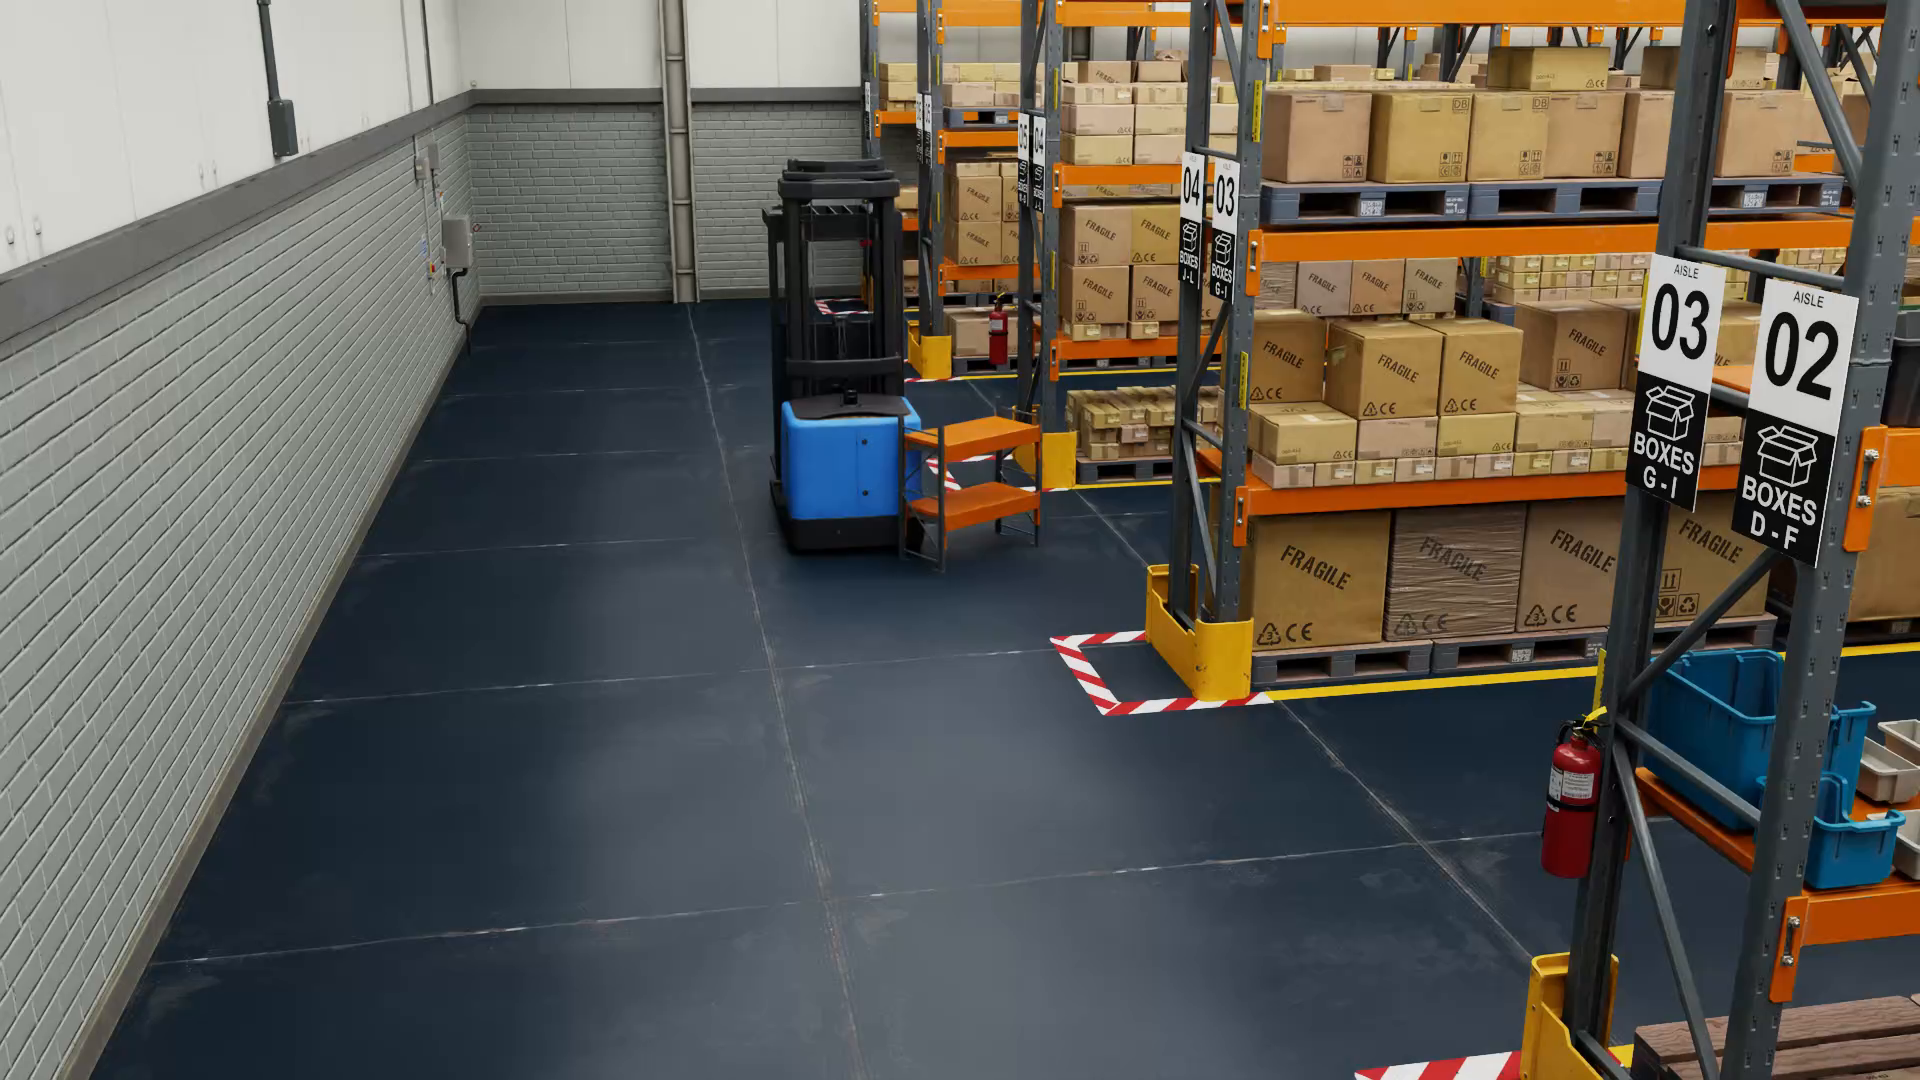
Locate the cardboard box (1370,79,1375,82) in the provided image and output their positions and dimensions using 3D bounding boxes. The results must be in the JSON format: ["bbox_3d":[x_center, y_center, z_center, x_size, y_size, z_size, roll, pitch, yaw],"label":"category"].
[{"bbox_3d":[6.002,-6.814,24.856,0.250,0.149,0.380,-4,17,-12],"label":"cardboard box"}]

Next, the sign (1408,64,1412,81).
[{"bbox_3d":[6.663,-6.884,24.626,0.005,0.325,0.100,-3,17,-10],"label":"sign"}]

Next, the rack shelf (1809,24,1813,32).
[{"bbox_3d":[7.424,-3.293,10.613,4.000,0.370,1.077,-3,17,-10],"label":"rack shelf"}]

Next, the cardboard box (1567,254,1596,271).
[{"bbox_3d":[5.617,-2.570,15.269,0.250,0.149,0.380,-3,17,-10],"label":"cardboard box"}]

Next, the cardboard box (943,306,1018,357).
[{"bbox_3d":[0.282,-2.525,20.071,0.875,0.438,0.875,-4,17,-12],"label":"cardboard box"}]

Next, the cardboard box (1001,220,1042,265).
[{"bbox_3d":[0.670,-3.511,19.464,0.500,0.500,0.500,-3,17,-11],"label":"cardboard box"}]

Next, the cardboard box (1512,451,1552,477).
[{"bbox_3d":[3.454,-0.517,10.313,0.250,0.149,0.380,-4,17,-12],"label":"cardboard box"}]

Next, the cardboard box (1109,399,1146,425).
[{"bbox_3d":[1.518,-1.165,15.124,0.250,0.149,0.380,-3,17,-9],"label":"cardboard box"}]

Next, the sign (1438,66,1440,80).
[{"bbox_3d":[4.510,-4.314,15.587,0.005,0.325,0.100,-3,17,-10],"label":"sign"}]

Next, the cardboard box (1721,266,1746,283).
[{"bbox_3d":[7.137,-2.514,15.593,0.250,0.149,0.380,-3,17,-11],"label":"cardboard box"}]

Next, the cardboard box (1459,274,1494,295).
[{"bbox_3d":[4.971,-2.444,15.874,0.250,0.149,0.380,-4,17,-12],"label":"cardboard box"}]

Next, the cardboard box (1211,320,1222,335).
[{"bbox_3d":[2.335,-1.958,15.007,0.250,0.149,0.380,-4,17,-12],"label":"cardboard box"}]

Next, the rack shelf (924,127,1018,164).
[{"bbox_3d":[1.616,-4.684,19.571,4.000,0.370,1.077,-3,17,-10],"label":"rack shelf"}]

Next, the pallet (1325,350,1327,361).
[{"bbox_3d":[4.323,-2.438,20.888,1.213,0.211,1.003,-3,17,-10],"label":"pallet"}]

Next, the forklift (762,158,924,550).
[{"bbox_3d":[-1.049,-1.716,13.908,1.130,2.935,3.031,-3,17,-10],"label":"forklift"}]

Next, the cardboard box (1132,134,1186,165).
[{"bbox_3d":[1.698,-3.403,14.430,0.500,0.250,0.500,-3,17,-9],"label":"cardboard box"}]

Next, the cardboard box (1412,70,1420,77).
[{"bbox_3d":[7.225,-7.084,25.529,0.500,0.250,0.500,-3,17,-10],"label":"cardboard box"}]

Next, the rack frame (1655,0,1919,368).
[{"bbox_3d":[2.472,-2.066,4.712,0.127,3.000,1.000,-3,17,-10],"label":"rack frame"}]

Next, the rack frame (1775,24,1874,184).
[{"bbox_3d":[5.460,-3.717,10.086,0.127,3.000,1.000,-3,17,-10],"label":"rack frame"}]

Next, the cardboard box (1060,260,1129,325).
[{"bbox_3d":[1.184,-2.197,14.679,0.500,0.500,0.500,-2,17,-8],"label":"cardboard box"}]

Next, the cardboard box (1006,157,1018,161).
[{"bbox_3d":[0.704,-4.458,19.741,0.250,0.149,0.380,-3,17,-9],"label":"cardboard box"}]

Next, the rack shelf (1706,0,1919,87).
[{"bbox_3d":[4.436,-1.642,5.239,4.000,0.370,1.077,-3,17,-10],"label":"rack shelf"}]

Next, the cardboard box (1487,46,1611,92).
[{"bbox_3d":[3.518,-2.825,9.957,0.500,0.250,0.500,-4,17,-12],"label":"cardboard box"}]

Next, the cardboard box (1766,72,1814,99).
[{"bbox_3d":[7.697,-4.225,15.374,0.258,0.266,0.396,-3,17,-10],"label":"cardboard box"}]

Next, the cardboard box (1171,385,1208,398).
[{"bbox_3d":[2.170,-1.362,15.765,0.250,0.149,0.380,-3,17,-8],"label":"cardboard box"}]

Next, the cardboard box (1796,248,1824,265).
[{"bbox_3d":[7.905,-2.700,15.691,0.250,0.149,0.380,-3,17,-11],"label":"cardboard box"}]

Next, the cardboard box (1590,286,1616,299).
[{"bbox_3d":[5.856,-2.298,15.398,0.250,0.149,0.380,-3,17,-10],"label":"cardboard box"}]

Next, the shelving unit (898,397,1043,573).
[{"bbox_3d":[0.086,-0.443,12.837,1.048,1.125,0.538,-15,22,-40],"label":"shelving unit"}]

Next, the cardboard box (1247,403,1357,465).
[{"bbox_3d":[2.055,-0.646,10.054,0.500,0.250,0.500,-4,17,-12],"label":"cardboard box"}]

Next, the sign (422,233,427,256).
[{"bbox_3d":[-5.930,-3.274,18.402,0.001,0.218,0.327,-3,17,-10],"label":"sign"}]

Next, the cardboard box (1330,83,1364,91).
[{"bbox_3d":[3.341,-3.920,14.580,0.250,0.149,0.380,-4,18,-13],"label":"cardboard box"}]

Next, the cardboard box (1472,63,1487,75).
[{"bbox_3d":[6.572,-5.501,20.119,0.500,0.500,0.700,-4,18,-13],"label":"cardboard box"}]

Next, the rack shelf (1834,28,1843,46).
[{"bbox_3d":[10.509,-4.951,16.012,4.000,0.370,1.077,-3,17,-10],"label":"rack shelf"}]

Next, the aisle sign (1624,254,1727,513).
[{"bbox_3d":[2.346,-0.522,5.473,0.004,0.787,0.394,-3,17,-10],"label":"aisle sign"}]

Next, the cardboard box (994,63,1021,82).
[{"bbox_3d":[0.683,-6.696,23.791,0.500,0.250,0.500,-3,17,-9],"label":"cardboard box"}]

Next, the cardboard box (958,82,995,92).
[{"bbox_3d":[0.195,-6.423,23.755,0.500,0.250,0.500,-4,17,-12],"label":"cardboard box"}]

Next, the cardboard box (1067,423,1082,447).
[{"bbox_3d":[1.168,-0.989,15.563,0.250,0.149,0.380,-3,17,-10],"label":"cardboard box"}]

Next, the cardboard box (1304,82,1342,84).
[{"bbox_3d":[3.264,-4.072,15.078,0.250,0.149,0.380,-4,17,-12],"label":"cardboard box"}]

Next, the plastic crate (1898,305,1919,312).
[{"bbox_3d":[3.387,-0.668,5.631,0.336,0.188,0.450,-3,17,-10],"label":"plastic crate"}]

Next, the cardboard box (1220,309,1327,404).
[{"bbox_3d":[1.961,-1.158,10.445,0.500,0.500,0.500,-3,17,-10],"label":"cardboard box"}]

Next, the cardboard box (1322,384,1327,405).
[{"bbox_3d":[2.456,-0.828,10.648,0.500,0.250,0.500,-4,17,-11],"label":"cardboard box"}]

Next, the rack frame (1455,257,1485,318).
[{"bbox_3d":[4.618,-2.284,15.641,0.127,3.000,1.000,-3,17,-10],"label":"rack frame"}]

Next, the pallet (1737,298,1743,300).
[{"bbox_3d":[7.866,-2.345,16.165,1.003,0.211,1.213,-3,17,-10],"label":"pallet"}]

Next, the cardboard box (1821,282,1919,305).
[{"bbox_3d":[6.086,-1.414,10.929,0.637,0.503,0.797,-4,17,-12],"label":"cardboard box"}]

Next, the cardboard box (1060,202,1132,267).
[{"bbox_3d":[1.182,-2.678,14.542,0.500,0.500,0.500,-3,17,-11],"label":"cardboard box"}]

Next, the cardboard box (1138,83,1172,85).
[{"bbox_3d":[1.713,-4.003,14.851,0.250,0.149,0.380,-3,17,-10],"label":"cardboard box"}]

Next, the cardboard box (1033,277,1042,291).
[{"bbox_3d":[1.192,-4.021,24.835,0.500,0.500,0.700,-4,18,-13],"label":"cardboard box"}]

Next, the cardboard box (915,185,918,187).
[{"bbox_3d":[-0.385,-5.115,24.604,0.500,0.250,0.500,-3,17,-10],"label":"cardboard box"}]

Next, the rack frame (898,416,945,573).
[{"bbox_3d":[-0.291,-0.343,12.511,0.032,1.125,0.500,-15,22,-40],"label":"rack frame"}]

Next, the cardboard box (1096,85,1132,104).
[{"bbox_3d":[1.306,-3.815,14.239,0.250,0.149,0.380,-3,17,-8],"label":"cardboard box"}]

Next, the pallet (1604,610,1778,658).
[{"bbox_3d":[4.699,0.504,11.312,1.213,0.211,1.003,-3,17,-10],"label":"pallet"}]
